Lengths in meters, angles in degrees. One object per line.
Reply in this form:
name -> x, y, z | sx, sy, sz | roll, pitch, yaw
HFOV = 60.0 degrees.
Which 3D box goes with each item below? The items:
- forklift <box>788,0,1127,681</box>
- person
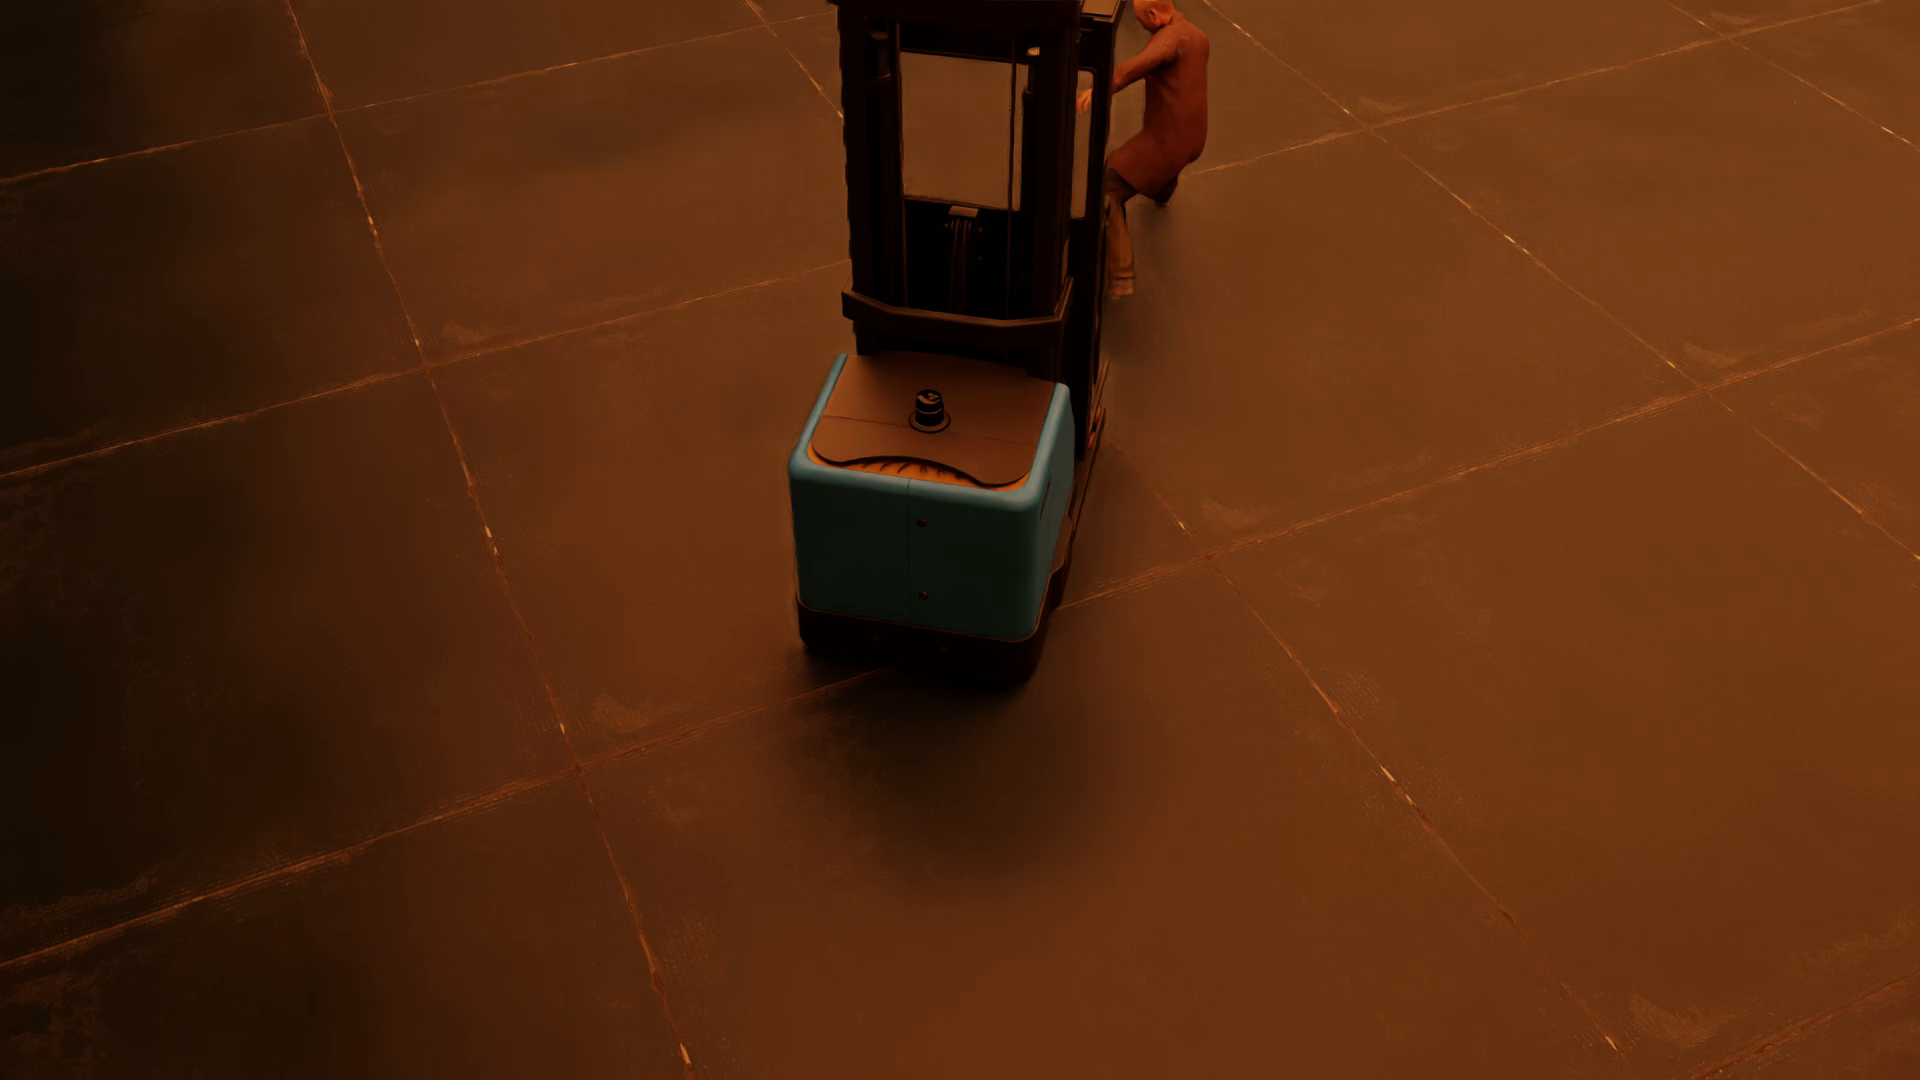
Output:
forklift -> 0.115, -1.491, 7.278 | 1.130, 2.935, 3.031 | 9, 44, 9
person -> 1.030, -2.240, 9.186 | 1.293, 1.458, 0.807 | -34, 52, -31
